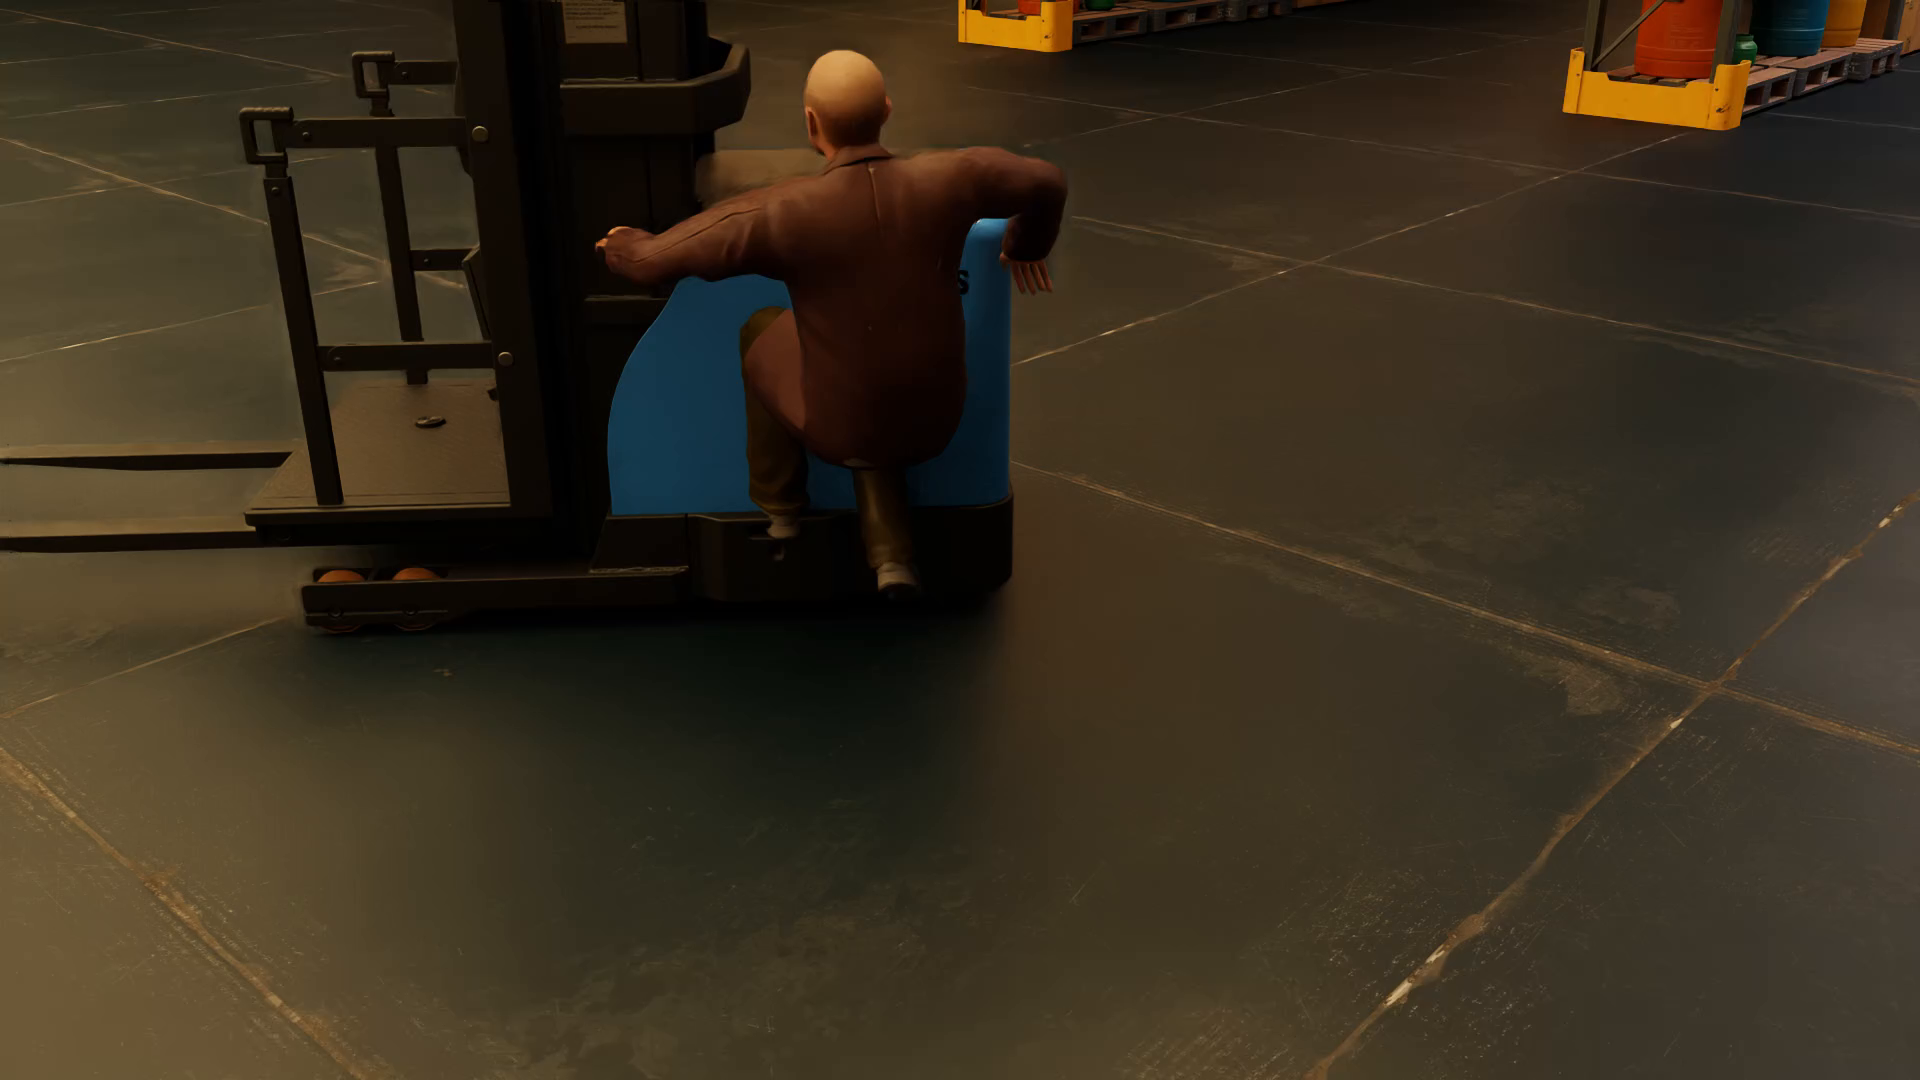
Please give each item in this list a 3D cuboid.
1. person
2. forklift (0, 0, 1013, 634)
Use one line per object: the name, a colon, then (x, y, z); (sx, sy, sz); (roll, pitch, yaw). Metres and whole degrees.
person: (-0.298, -0.466, 4.117); (1.097, 1.511, 0.892); (-13, 27, -27)
forklift: (-1.397, -1.314, 4.323); (3.031, 2.935, 1.130); (-2, 24, -4)
